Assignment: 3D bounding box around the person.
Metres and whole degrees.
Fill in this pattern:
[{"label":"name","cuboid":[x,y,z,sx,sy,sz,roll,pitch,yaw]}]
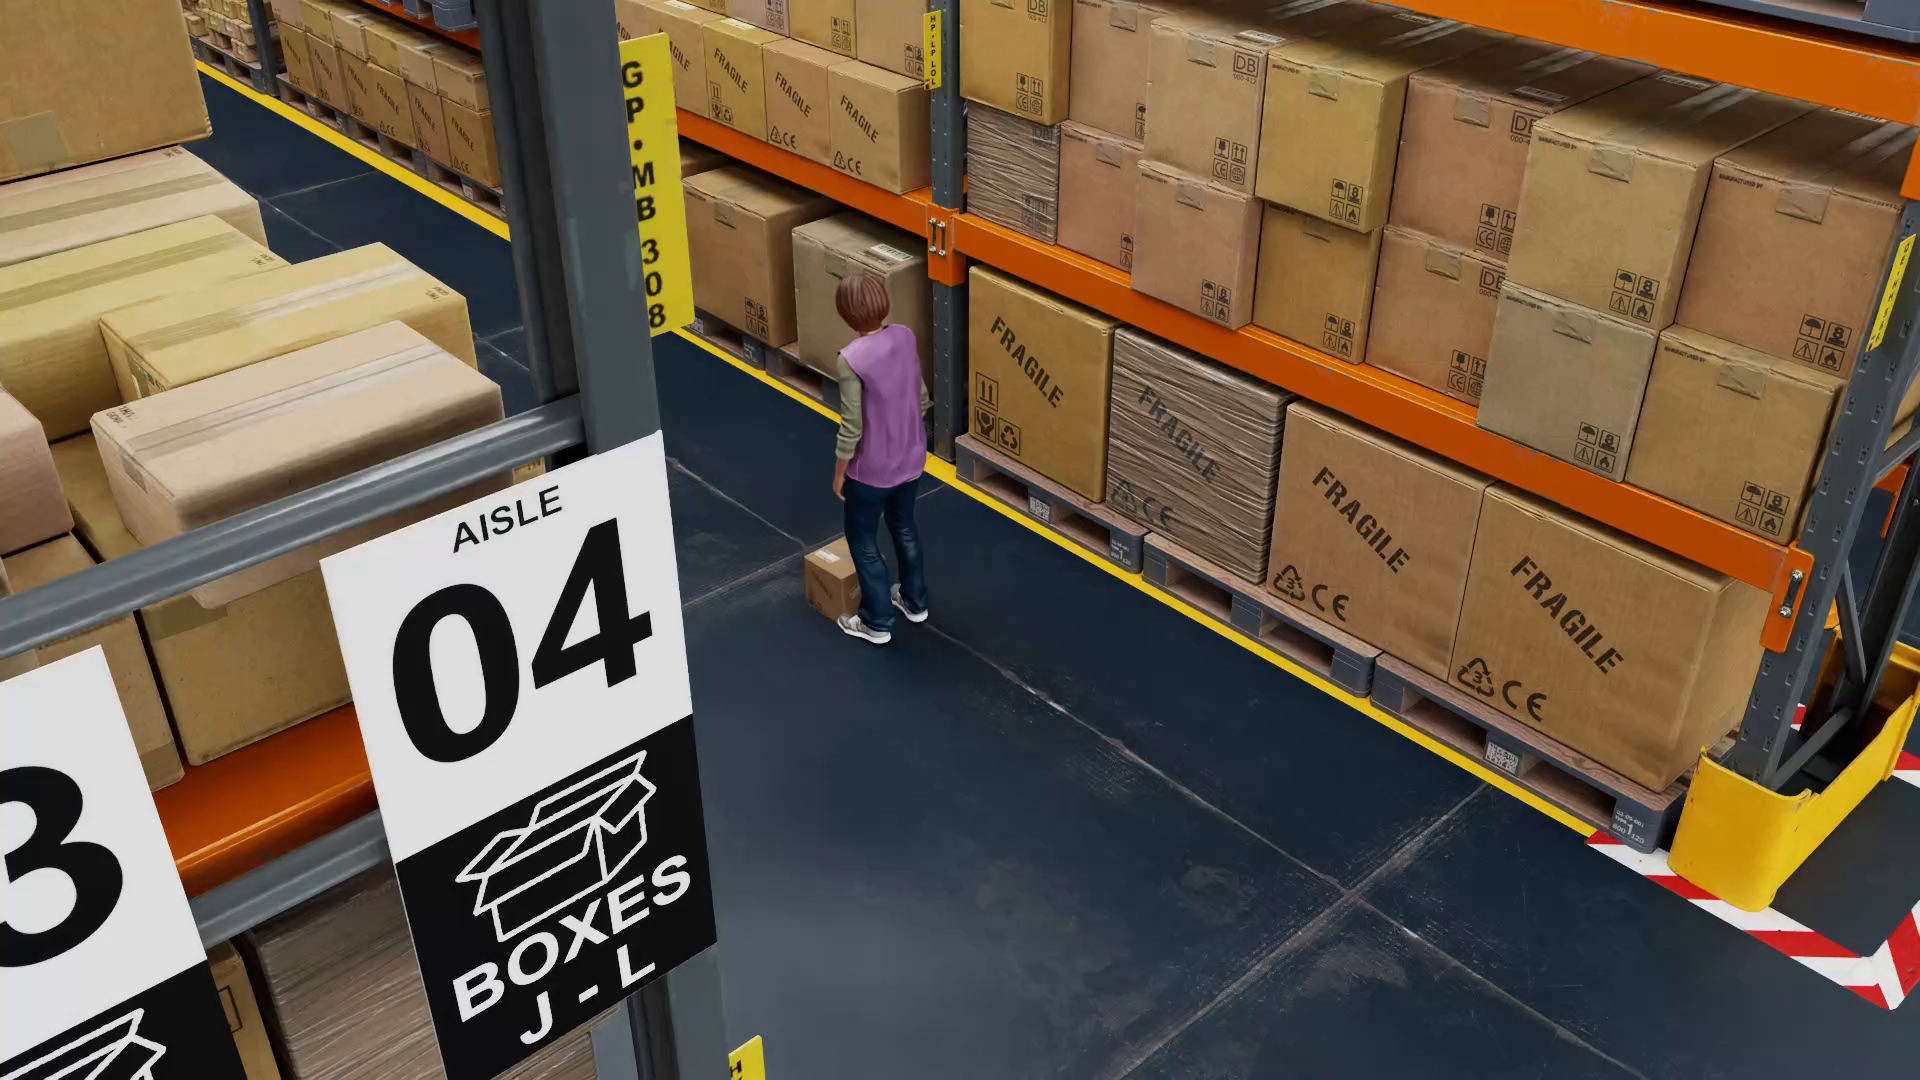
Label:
[{"label":"person","cuboid":[-0.316,-0.304,6.631,0.464,1.591,0.343,-28,42,-37]}]
